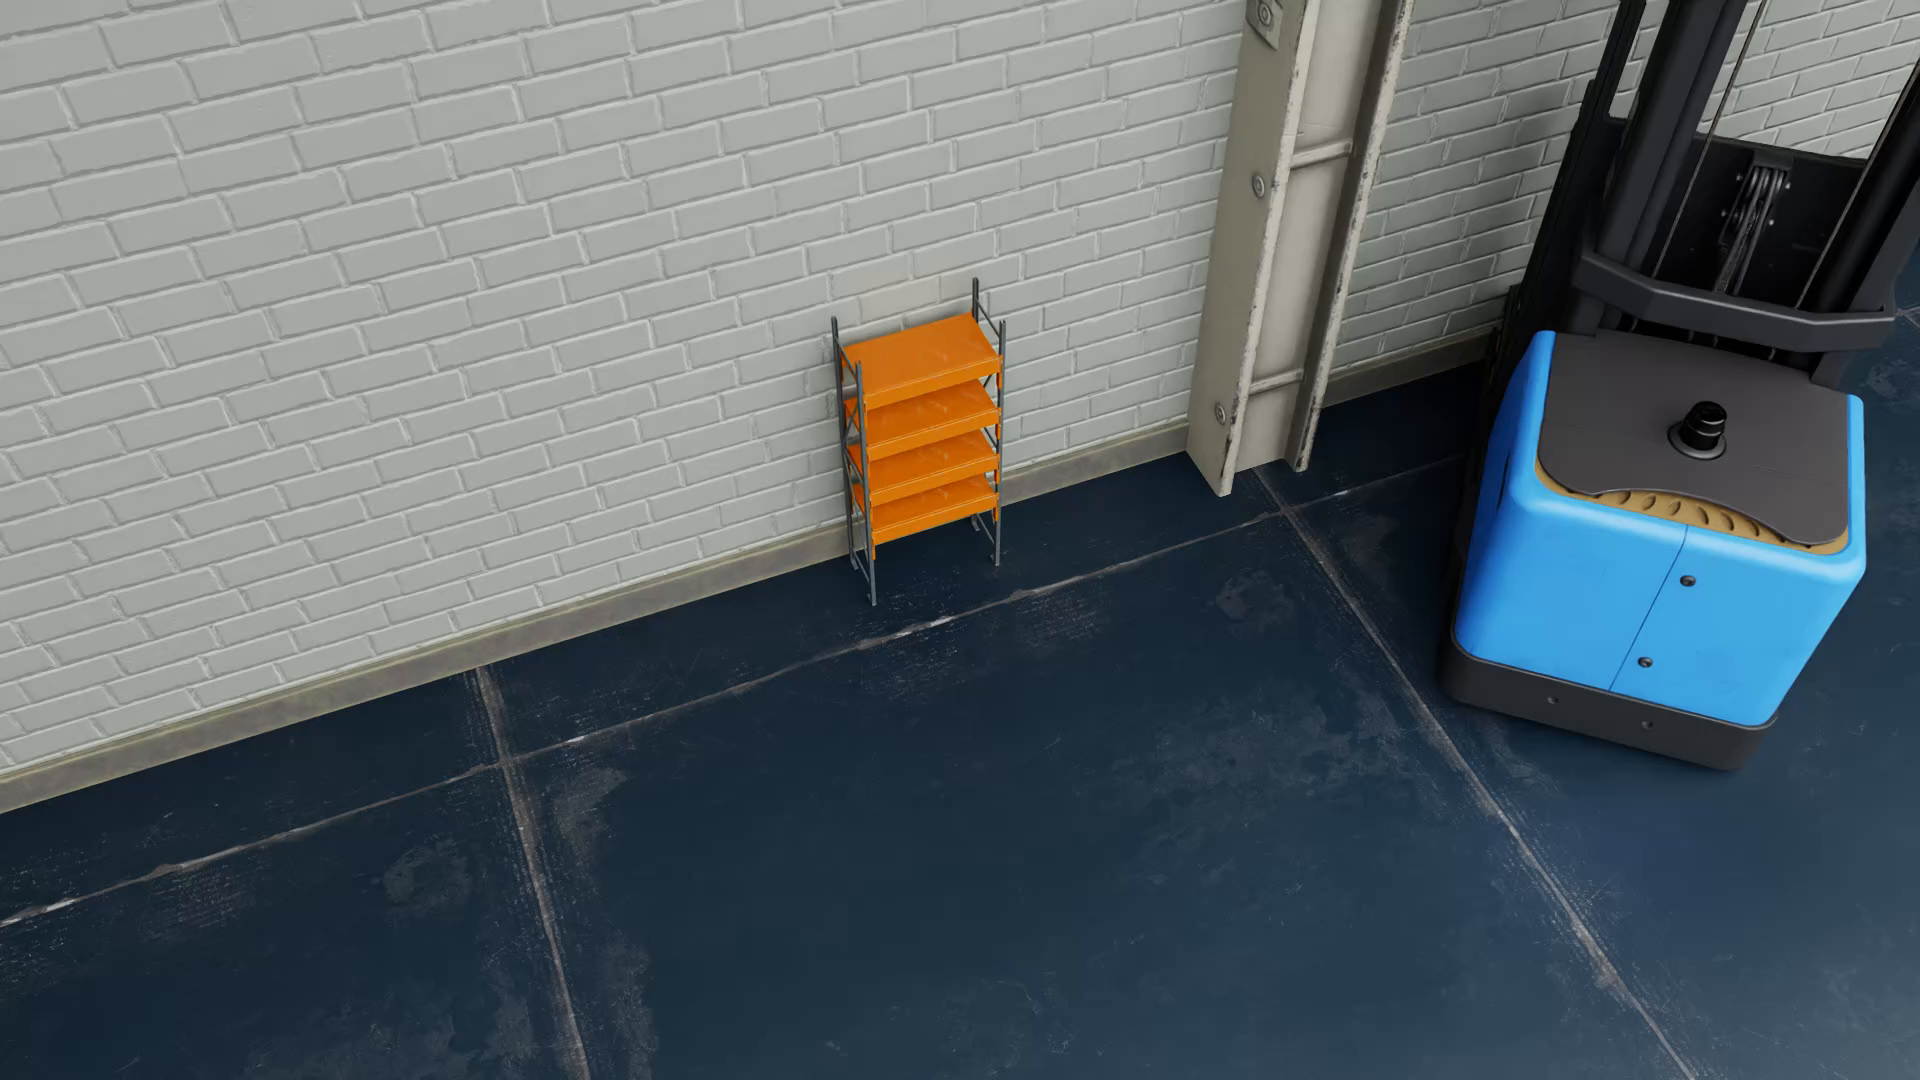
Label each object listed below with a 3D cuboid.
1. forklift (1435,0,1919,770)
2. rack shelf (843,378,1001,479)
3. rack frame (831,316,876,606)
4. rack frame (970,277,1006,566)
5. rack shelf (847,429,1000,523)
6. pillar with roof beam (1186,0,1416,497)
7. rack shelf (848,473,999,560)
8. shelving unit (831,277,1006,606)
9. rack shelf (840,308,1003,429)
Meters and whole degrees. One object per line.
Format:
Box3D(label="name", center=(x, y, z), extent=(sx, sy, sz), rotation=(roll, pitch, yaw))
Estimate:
Box3D(label="forklift", center=(2.598, -1.339, 5.468), extent=(1.130, 2.935, 3.031), rotation=(14, 51, 12))
Box3D(label="rack shelf", center=(-0.132, -0.409, 5.604), extent=(0.480, 0.148, 0.258), rotation=(-18, 52, -15))
Box3D(label="rack frame", center=(-0.357, -0.235, 5.661), extent=(0.015, 1.200, 0.240), rotation=(-18, 52, -15))
Box3D(label="rack frame", center=(0.093, -0.378, 5.784), extent=(0.015, 1.200, 0.240), rotation=(-18, 52, -15))
Box3D(label="rack shelf", center=(-0.132, -0.263, 5.773), extent=(0.480, 0.148, 0.258), rotation=(-18, 52, -15))
Box3D(label="pillar with roof beam", center=(2.747, -0.238, 0.523), extent=(0.400, 9.000, 9.100), rotation=(-17, 52, -14))
Box3D(label="rack shelf", center=(-0.132, -0.134, 5.924), extent=(0.480, 0.148, 0.258), rotation=(-18, 52, -15))
Box3D(label="shelving unit", center=(-0.132, -0.307, 5.722), extent=(0.503, 1.200, 0.258), rotation=(-18, 52, -15))
Box3D(label="rack shelf", center=(-0.132, -0.563, 5.424), extent=(0.480, 0.148, 0.258), rotation=(-18, 52, -15))
